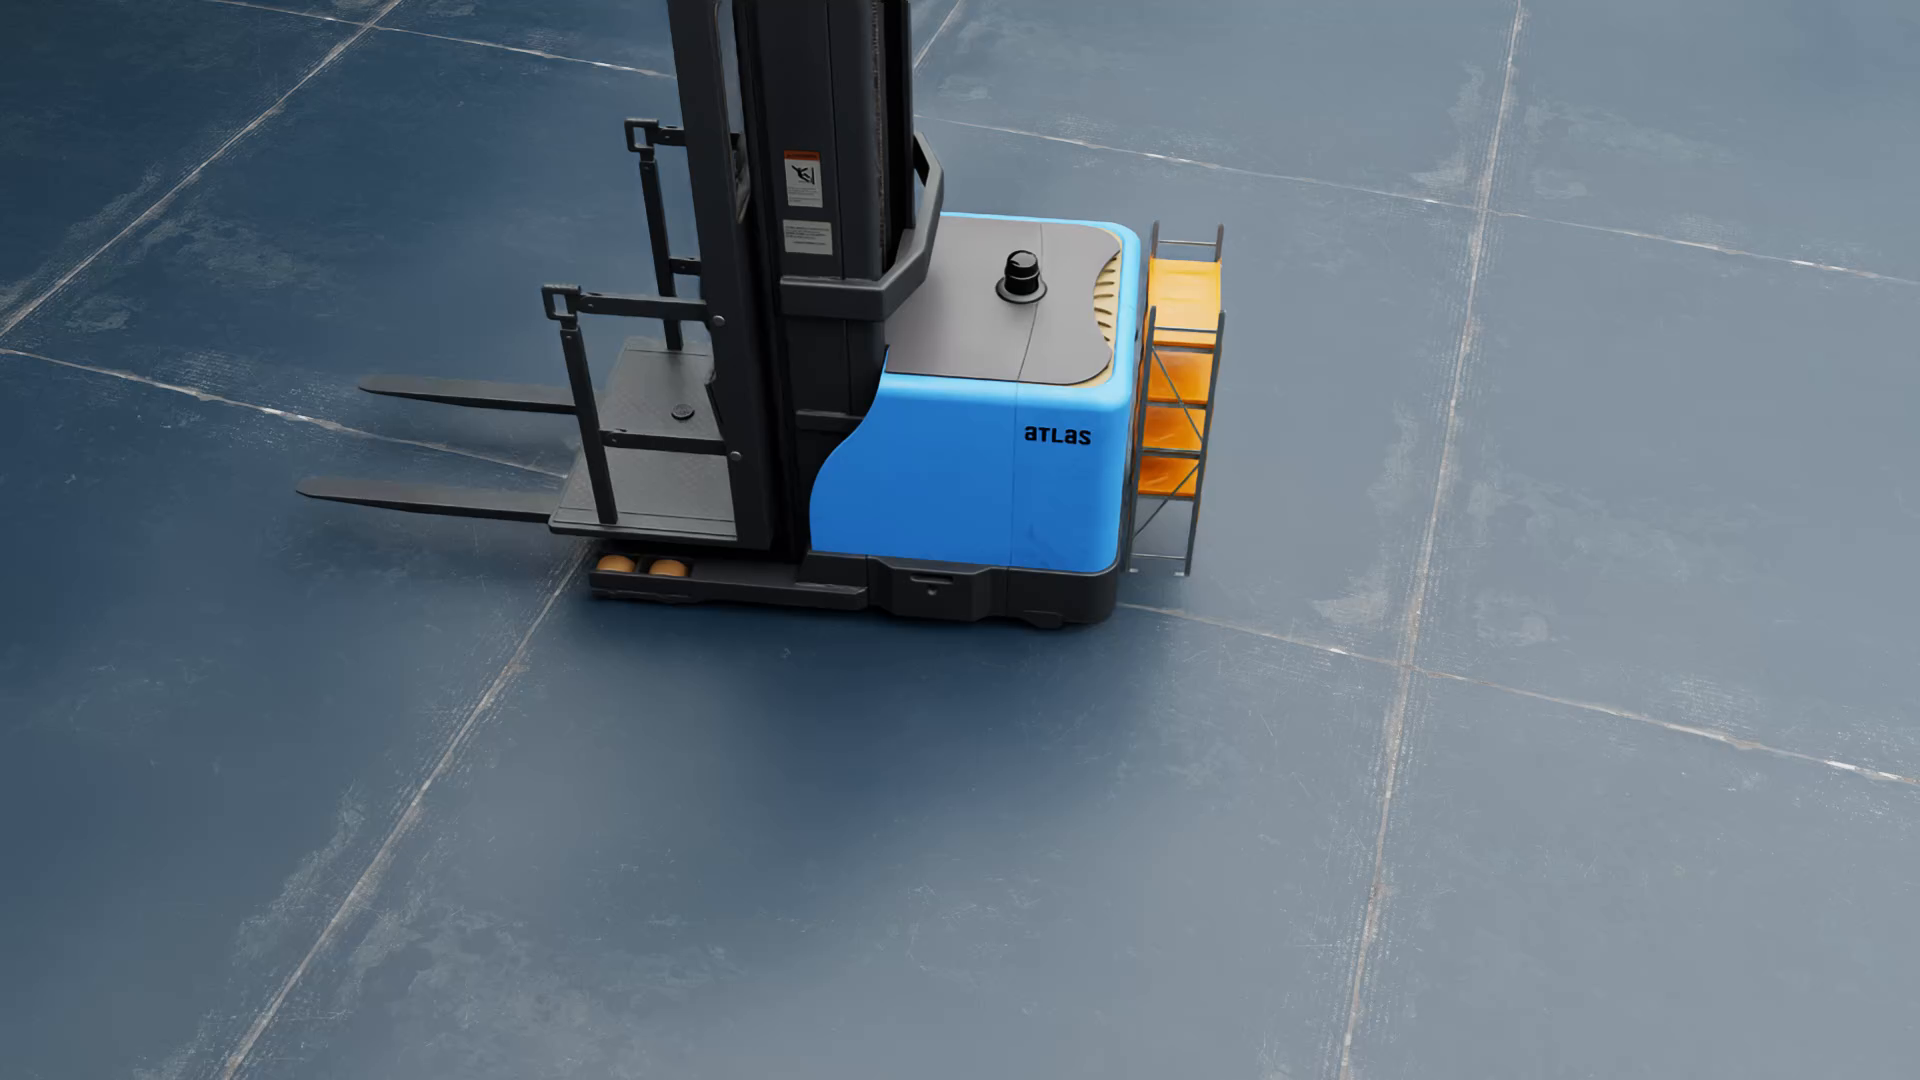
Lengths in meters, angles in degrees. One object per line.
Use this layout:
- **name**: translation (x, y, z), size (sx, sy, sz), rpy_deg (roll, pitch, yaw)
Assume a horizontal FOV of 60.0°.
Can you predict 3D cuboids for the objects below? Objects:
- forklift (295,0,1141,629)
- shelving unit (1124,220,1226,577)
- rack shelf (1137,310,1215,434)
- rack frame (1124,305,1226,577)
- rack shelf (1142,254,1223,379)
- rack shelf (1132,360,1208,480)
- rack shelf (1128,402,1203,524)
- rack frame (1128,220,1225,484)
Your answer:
- **forklift**: translation (-0.905, -1.180, 5.360), size (3.031, 2.935, 1.130), rpy_deg (5, 45, 5)
- **shelving unit**: translation (0.750, -0.475, 5.878), size (0.258, 1.200, 0.503), rpy_deg (4, 45, 4)
- **rack shelf**: translation (0.750, -0.587, 5.768), size (0.258, 0.148, 0.480), rpy_deg (4, 45, 4)
- **rack frame**: translation (0.725, -0.305, 5.704), size (0.240, 1.200, 0.015), rpy_deg (4, 45, 4)
- **rack shelf**: translation (0.750, -0.756, 5.603), size (0.258, 0.148, 0.480), rpy_deg (4, 45, 4)
- **rack shelf**: translation (0.750, -0.427, 5.925), size (0.258, 0.148, 0.480), rpy_deg (4, 45, 4)
- **rack shelf**: translation (0.750, -0.285, 6.064), size (0.258, 0.148, 0.480), rpy_deg (4, 45, 4)
- **rack frame**: translation (0.776, -0.645, 6.051), size (0.240, 1.200, 0.015), rpy_deg (4, 45, 4)
